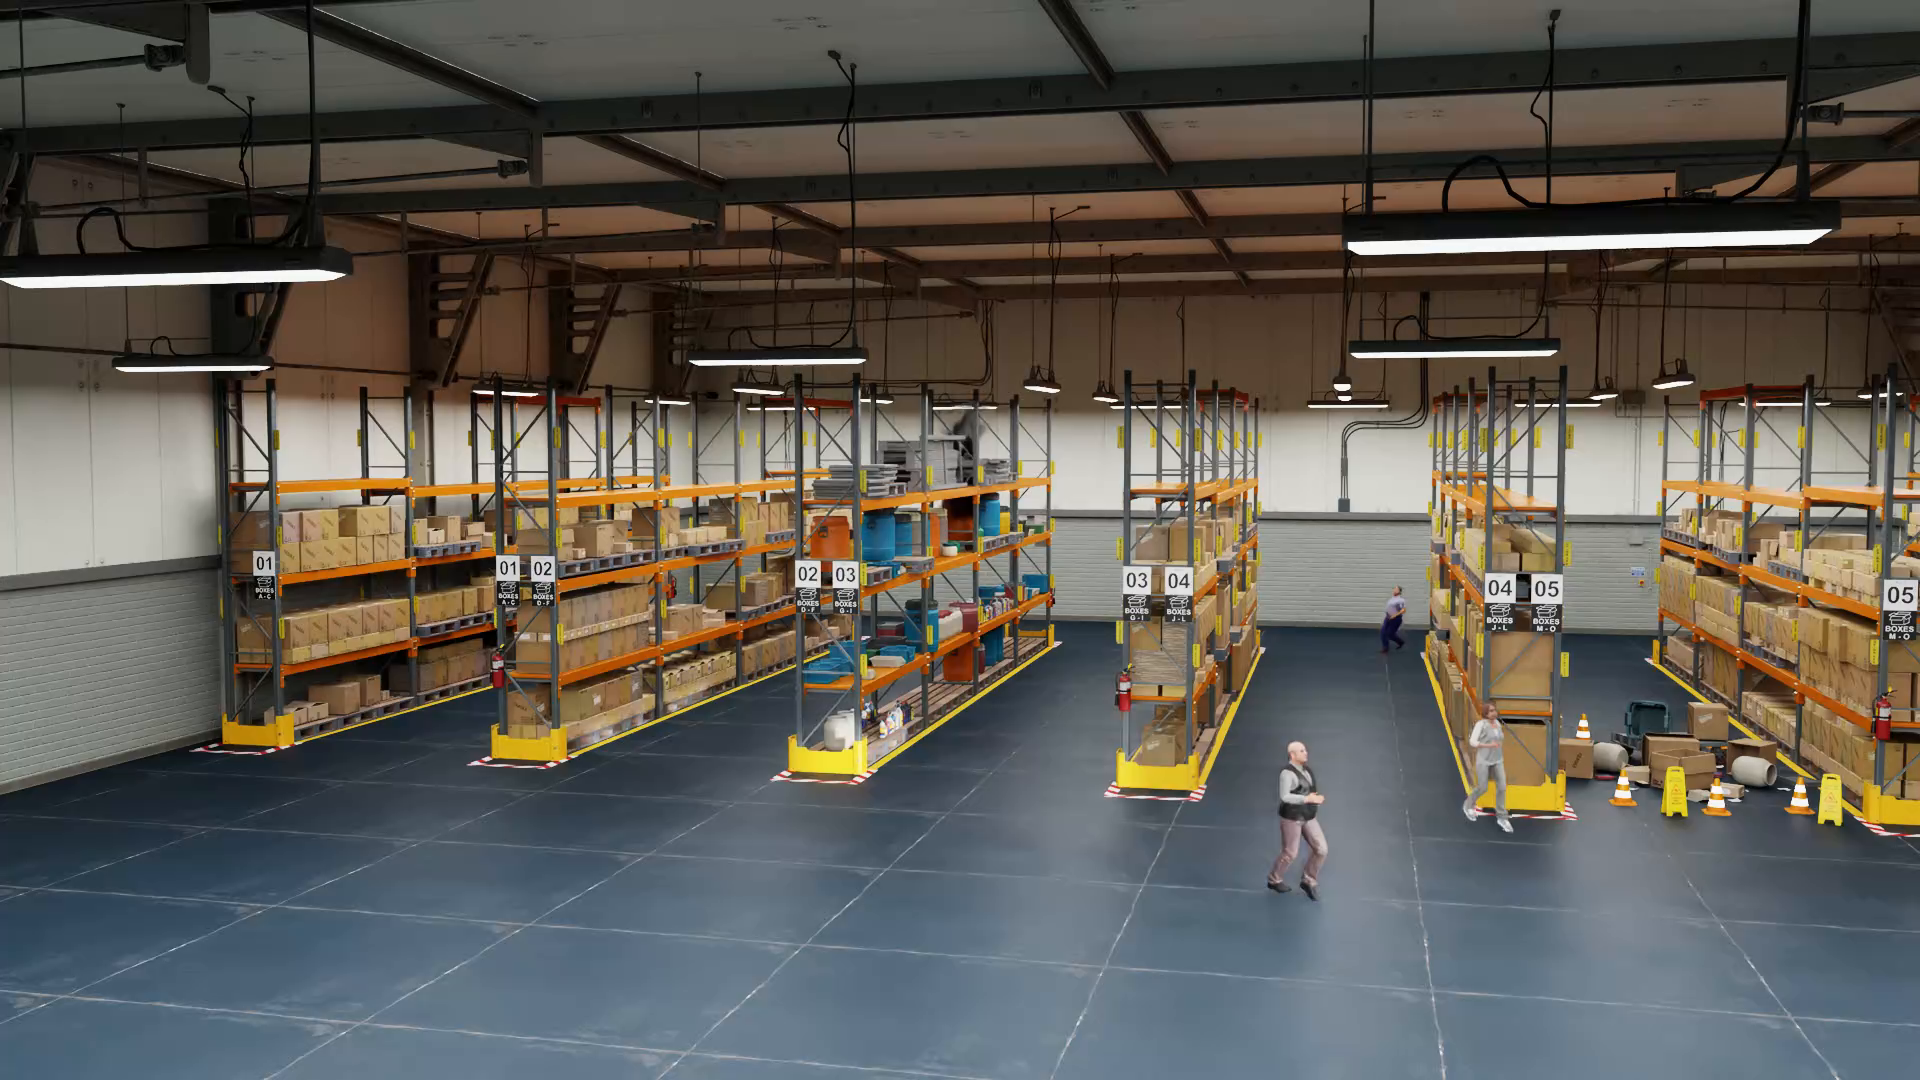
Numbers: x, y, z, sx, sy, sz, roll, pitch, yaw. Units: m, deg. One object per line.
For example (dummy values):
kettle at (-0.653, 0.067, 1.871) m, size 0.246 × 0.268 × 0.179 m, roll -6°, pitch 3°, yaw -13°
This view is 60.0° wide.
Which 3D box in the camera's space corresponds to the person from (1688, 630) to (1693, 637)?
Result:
person at (17.045, 1.857, 38.314) m, size 0.962 × 1.717 × 0.671 m, roll -3°, pitch 5°, yaw -44°

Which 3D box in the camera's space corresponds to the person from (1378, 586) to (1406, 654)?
person at (10.172, 1.881, 39.000) m, size 0.639 × 1.598 × 0.656 m, roll -1°, pitch 4°, yaw -20°

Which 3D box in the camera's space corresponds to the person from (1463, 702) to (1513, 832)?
person at (6.808, 2.902, 21.467) m, size 0.542 × 1.622 × 0.772 m, roll -1°, pitch 4°, yaw -20°

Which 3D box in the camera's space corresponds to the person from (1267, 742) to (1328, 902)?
person at (3.677, 3.070, 18.068) m, size 0.635 × 1.770 × 0.756 m, roll -3°, pitch 5°, yaw -43°
